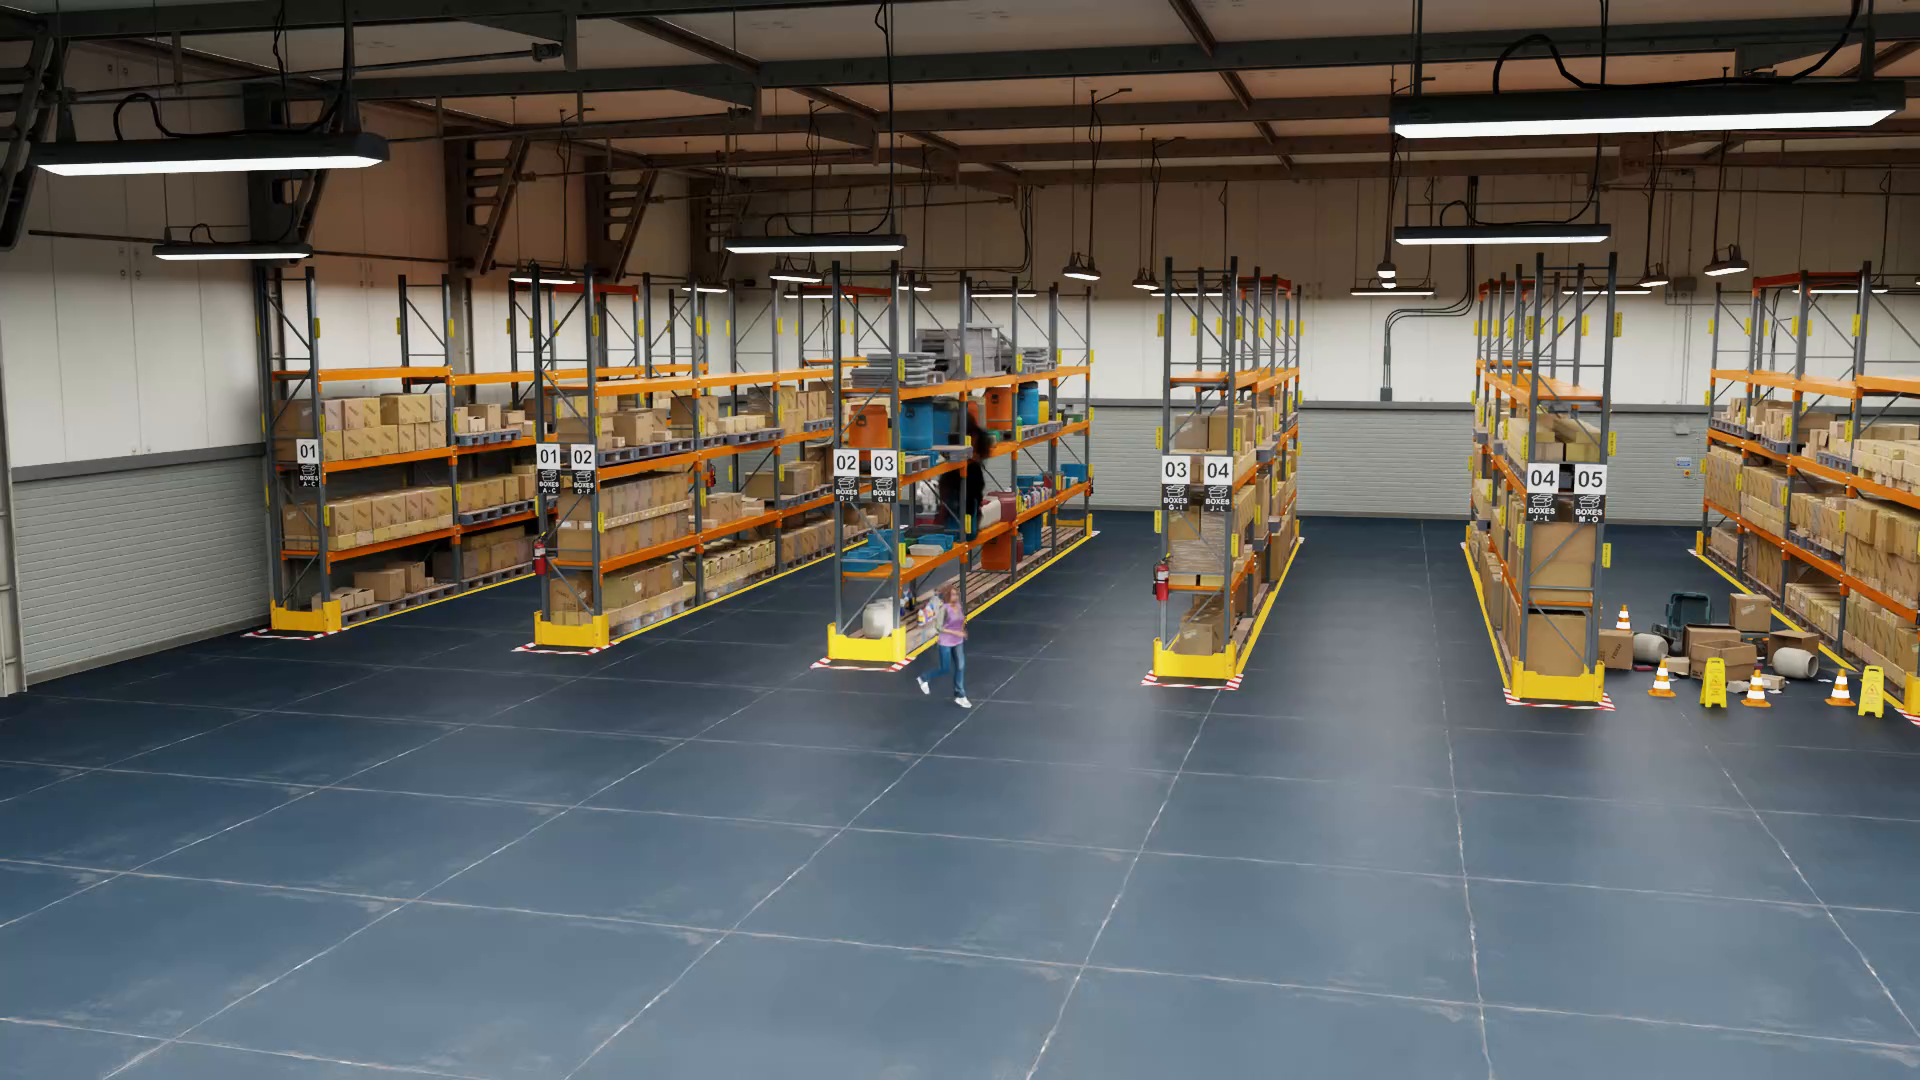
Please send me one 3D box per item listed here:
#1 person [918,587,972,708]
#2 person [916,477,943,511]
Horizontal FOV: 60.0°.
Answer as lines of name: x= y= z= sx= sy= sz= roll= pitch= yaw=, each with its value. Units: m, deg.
person: x=-0.164 y=1.405 z=22.265 sx=0.550 sy=1.599 sz=0.860 roll=-7 pitch=10 yaw=-44
person: x=-0.738 y=-0.838 z=39.582 sx=0.597 sy=1.735 sz=0.712 roll=1 pitch=7 yaw=6
